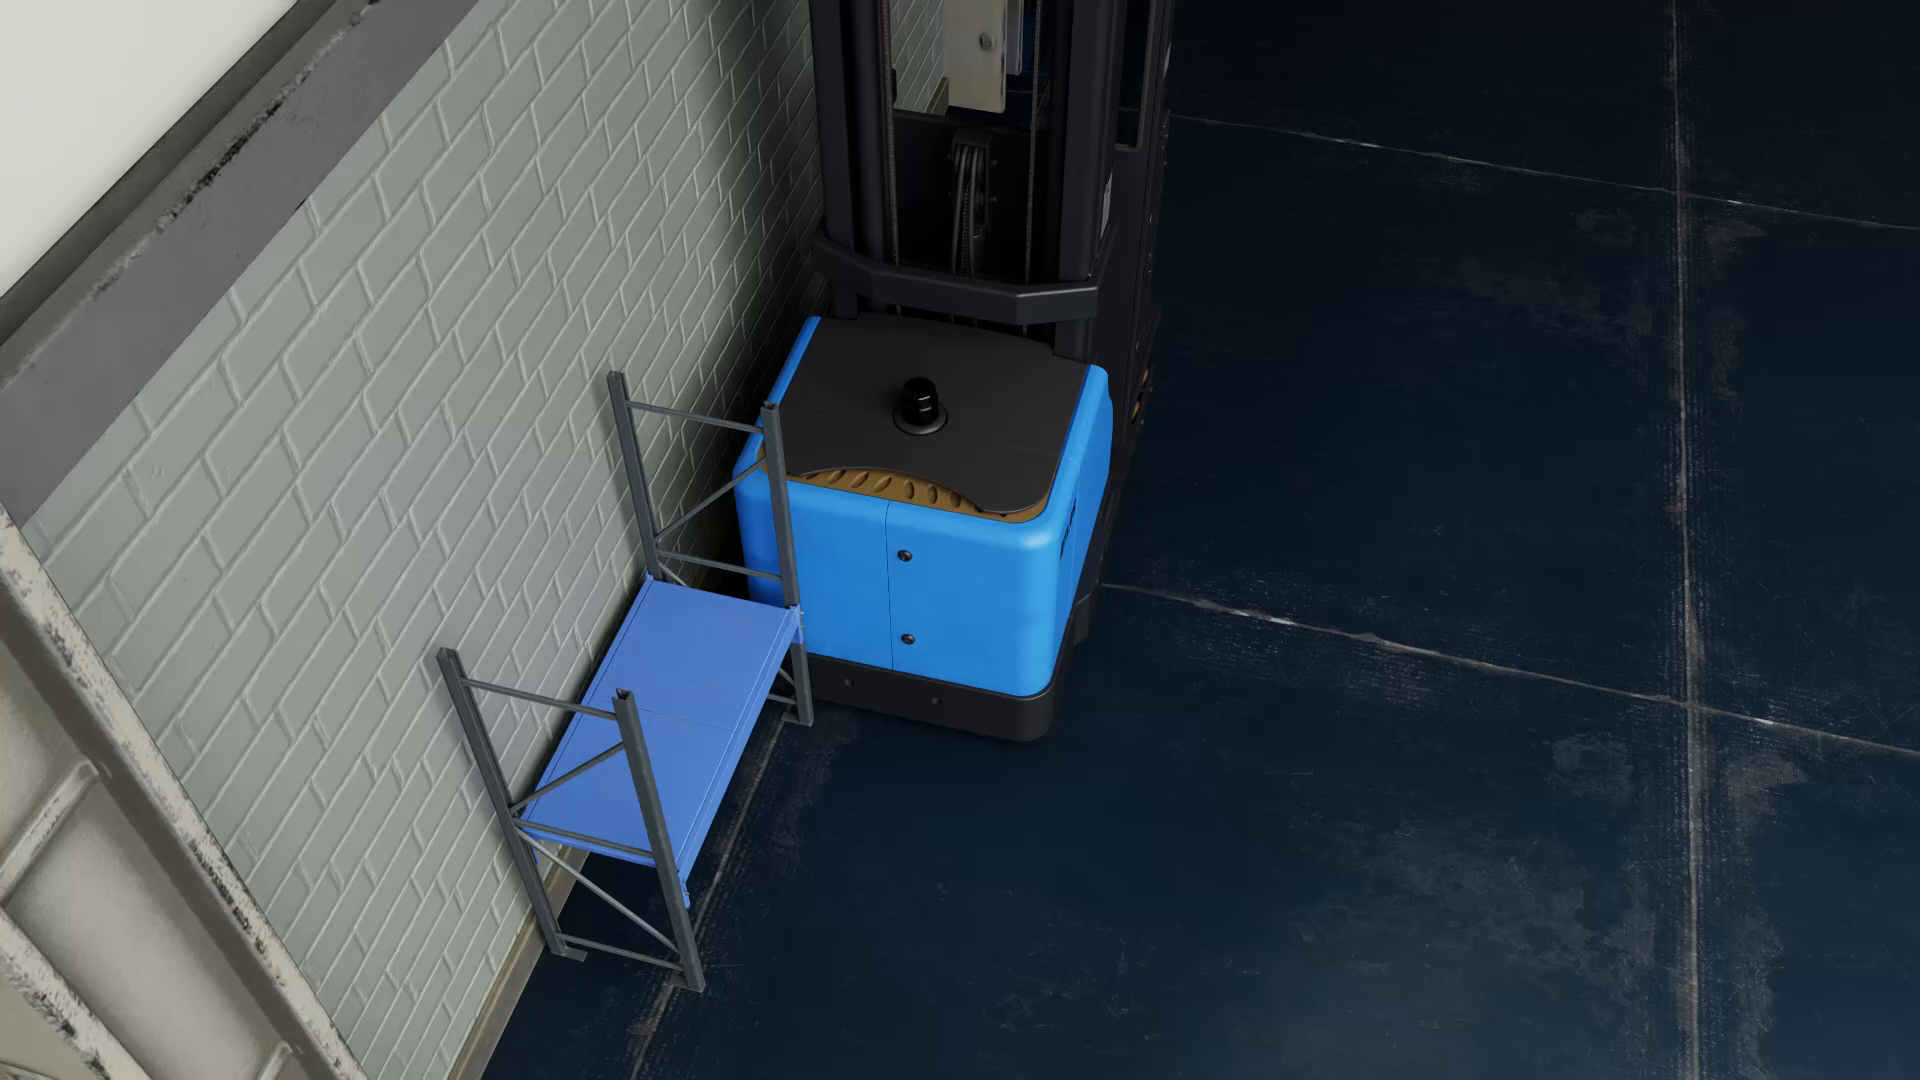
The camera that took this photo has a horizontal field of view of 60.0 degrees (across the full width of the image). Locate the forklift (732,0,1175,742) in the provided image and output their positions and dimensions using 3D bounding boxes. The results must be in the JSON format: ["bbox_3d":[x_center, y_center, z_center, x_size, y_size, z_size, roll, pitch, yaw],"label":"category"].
[{"bbox_3d":[0.159,-1.427,5.554,1.130,2.935,3.031,11,50,10],"label":"forklift"}]

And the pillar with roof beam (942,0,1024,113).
[{"bbox_3d":[4.264,-4.379,4.113,9.100,9.000,0.400,12,50,10],"label":"pillar with roof beam"}]

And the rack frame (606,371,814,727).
[{"bbox_3d":[-0.745,0.082,5.178,0.500,1.500,0.032,12,50,10],"label":"rack frame"}]

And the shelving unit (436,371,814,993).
[{"bbox_3d":[-0.882,0.449,4.854,0.538,1.500,1.048,12,50,10],"label":"shelving unit"}]

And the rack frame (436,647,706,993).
[{"bbox_3d":[-1.018,0.816,4.530,0.500,1.500,0.032,12,50,10],"label":"rack frame"}]

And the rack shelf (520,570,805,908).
[{"bbox_3d":[-0.882,0.568,4.988,0.538,0.185,1.000,12,50,10],"label":"rack shelf"}]
